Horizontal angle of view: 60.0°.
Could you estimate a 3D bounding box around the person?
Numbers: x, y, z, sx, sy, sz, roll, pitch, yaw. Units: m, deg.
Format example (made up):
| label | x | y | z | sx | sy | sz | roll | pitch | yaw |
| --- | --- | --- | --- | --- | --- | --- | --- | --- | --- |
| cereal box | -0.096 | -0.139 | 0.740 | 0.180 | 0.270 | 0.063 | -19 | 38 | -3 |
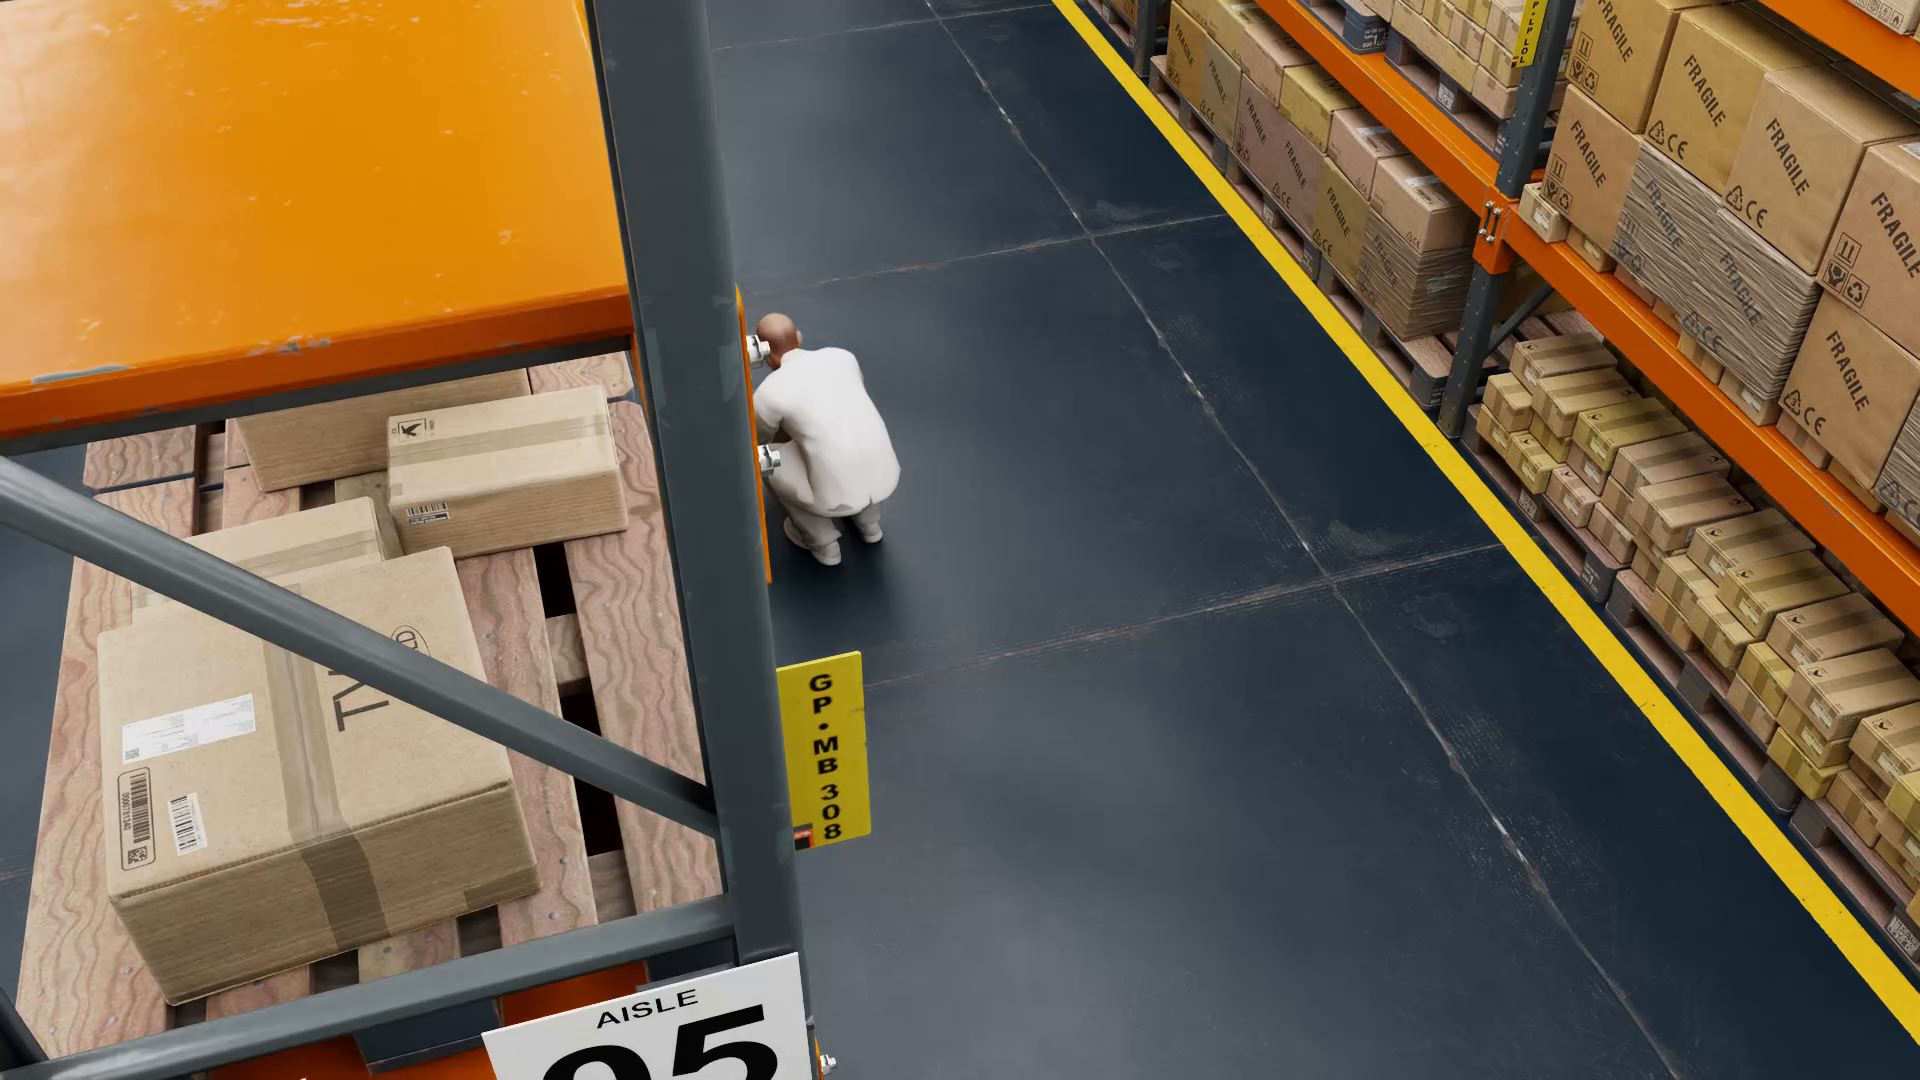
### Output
| label | x | y | z | sx | sy | sz | roll | pitch | yaw |
| --- | --- | --- | --- | --- | --- | --- | --- | --- | --- |
| person | -0.623 | -0.476 | 7.306 | 0.596 | 0.987 | 0.907 | -22 | 46 | -23 |
